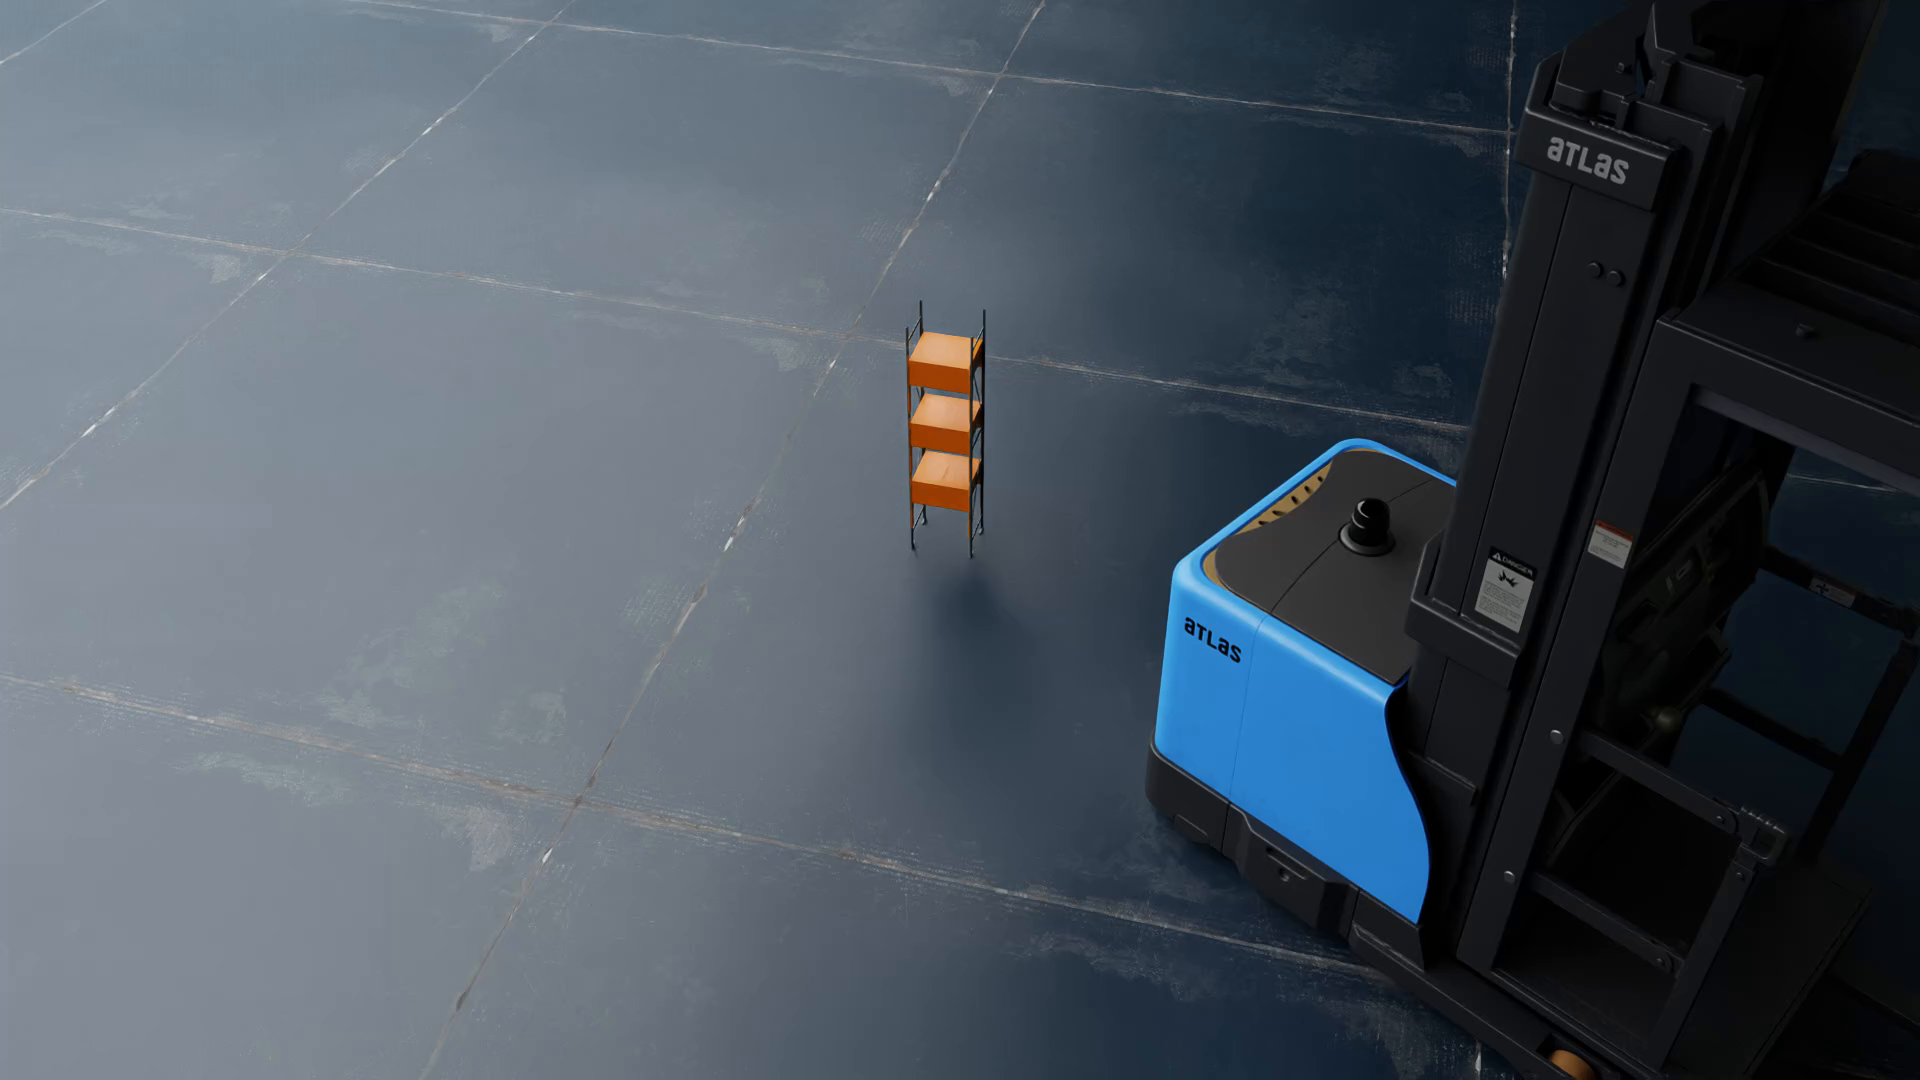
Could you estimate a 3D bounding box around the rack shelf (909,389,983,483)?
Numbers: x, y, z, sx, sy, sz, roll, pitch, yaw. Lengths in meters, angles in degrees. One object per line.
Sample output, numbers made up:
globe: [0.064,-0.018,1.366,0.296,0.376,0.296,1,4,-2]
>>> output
rack shelf: [-0.052,-0.403,6.430,0.240,0.259,0.215,10,41,11]

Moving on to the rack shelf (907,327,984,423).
rack shelf: [-0.052,-0.620,6.247,0.240,0.259,0.215,10,41,11]

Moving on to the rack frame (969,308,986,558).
rack frame: [0.066,-0.391,6.399,0.008,1.050,0.200,10,41,11]

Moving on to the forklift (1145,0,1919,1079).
forklift: [2.031,0.221,4.207,3.031,2.935,1.130,32,50,32]

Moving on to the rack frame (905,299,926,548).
rack frame: [-0.170,-0.431,6.447,0.008,1.050,0.200,10,41,11]

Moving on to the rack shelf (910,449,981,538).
rack shelf: [-0.052,-0.190,6.609,0.240,0.259,0.215,10,41,11]

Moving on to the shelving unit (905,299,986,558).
shelving unit: [-0.052,-0.411,6.423,0.252,1.050,0.215,10,41,11]
